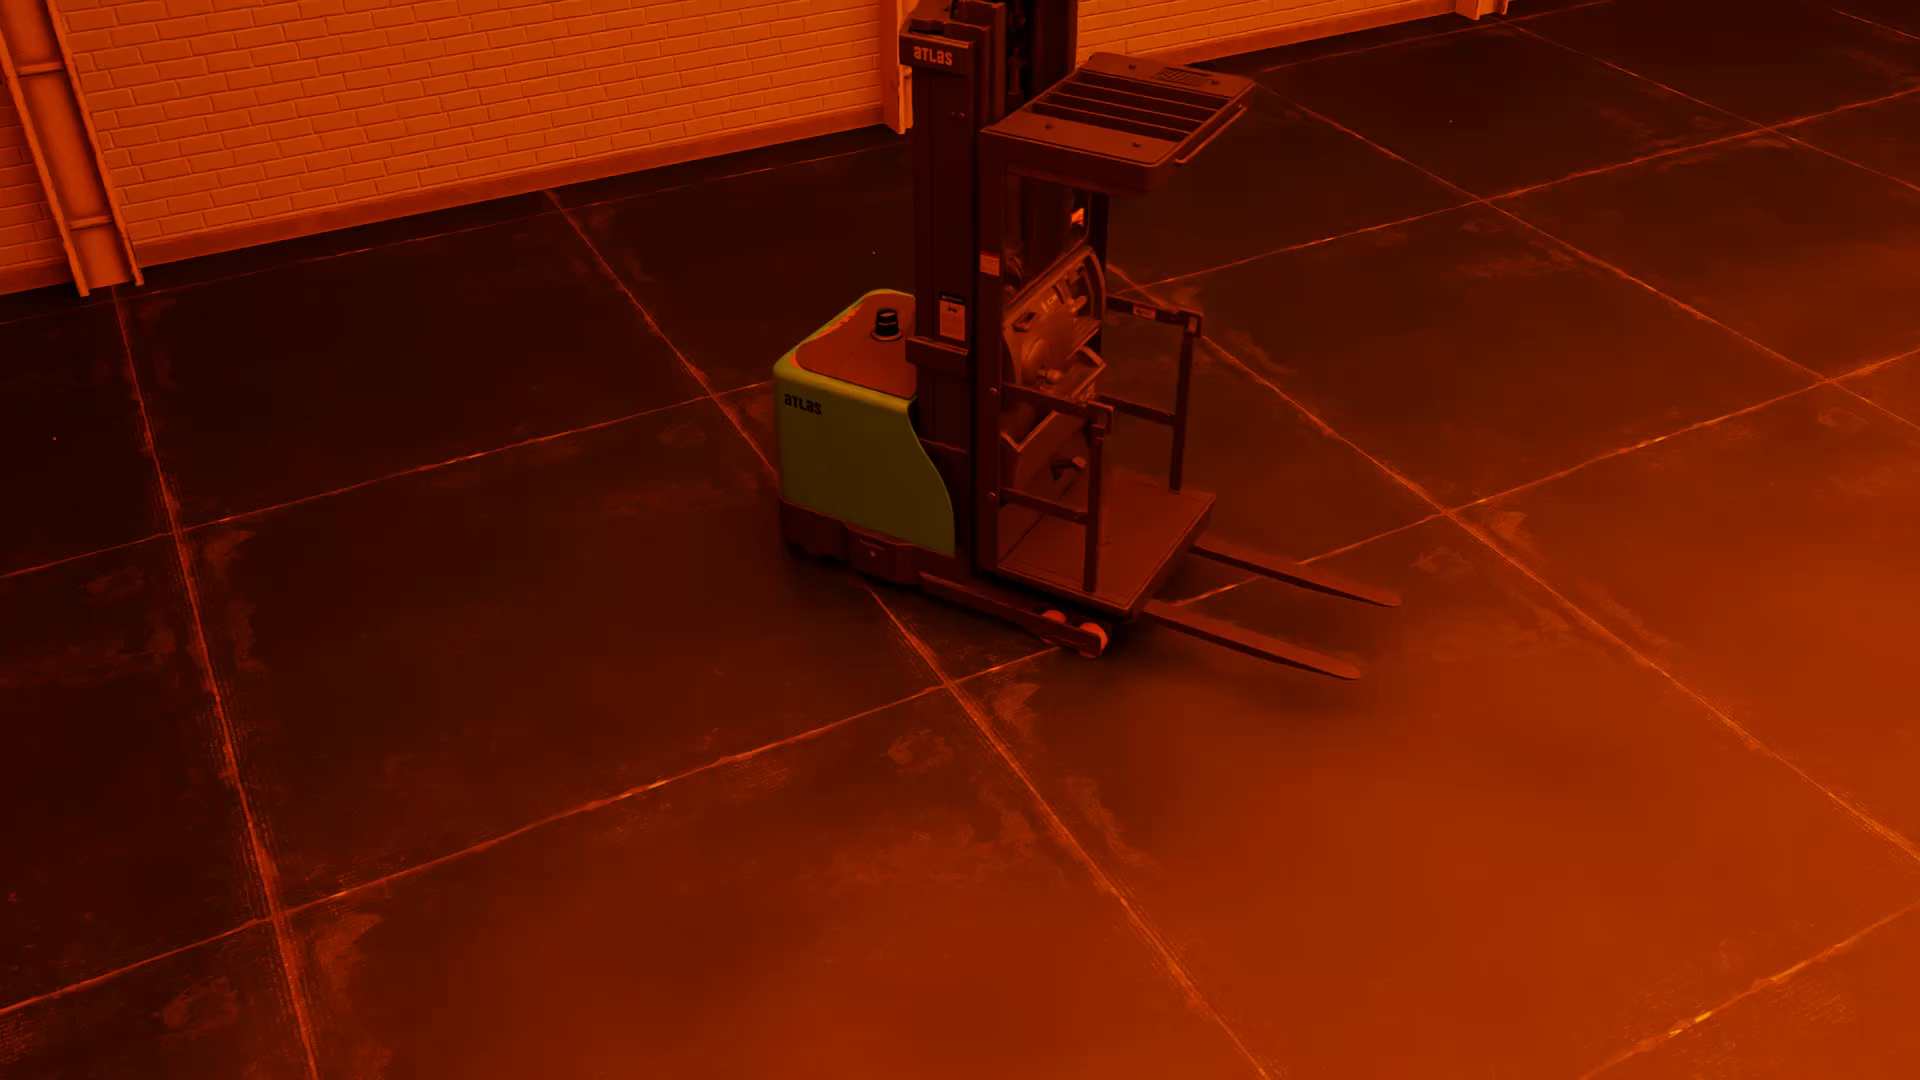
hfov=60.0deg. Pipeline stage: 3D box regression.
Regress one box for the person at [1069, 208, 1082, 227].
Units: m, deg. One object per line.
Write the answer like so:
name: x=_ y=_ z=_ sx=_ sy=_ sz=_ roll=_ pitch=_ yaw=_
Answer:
person: x=0.502 y=-1.676 z=9.885 sx=0.881 sy=1.330 sz=0.643 roll=-19 pitch=39 yaw=-24

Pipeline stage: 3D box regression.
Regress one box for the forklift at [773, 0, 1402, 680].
forklift: x=0.615 y=-0.992 z=7.526 sx=3.031 sy=2.935 sz=1.130 roll=18 pitch=39 yaw=24
